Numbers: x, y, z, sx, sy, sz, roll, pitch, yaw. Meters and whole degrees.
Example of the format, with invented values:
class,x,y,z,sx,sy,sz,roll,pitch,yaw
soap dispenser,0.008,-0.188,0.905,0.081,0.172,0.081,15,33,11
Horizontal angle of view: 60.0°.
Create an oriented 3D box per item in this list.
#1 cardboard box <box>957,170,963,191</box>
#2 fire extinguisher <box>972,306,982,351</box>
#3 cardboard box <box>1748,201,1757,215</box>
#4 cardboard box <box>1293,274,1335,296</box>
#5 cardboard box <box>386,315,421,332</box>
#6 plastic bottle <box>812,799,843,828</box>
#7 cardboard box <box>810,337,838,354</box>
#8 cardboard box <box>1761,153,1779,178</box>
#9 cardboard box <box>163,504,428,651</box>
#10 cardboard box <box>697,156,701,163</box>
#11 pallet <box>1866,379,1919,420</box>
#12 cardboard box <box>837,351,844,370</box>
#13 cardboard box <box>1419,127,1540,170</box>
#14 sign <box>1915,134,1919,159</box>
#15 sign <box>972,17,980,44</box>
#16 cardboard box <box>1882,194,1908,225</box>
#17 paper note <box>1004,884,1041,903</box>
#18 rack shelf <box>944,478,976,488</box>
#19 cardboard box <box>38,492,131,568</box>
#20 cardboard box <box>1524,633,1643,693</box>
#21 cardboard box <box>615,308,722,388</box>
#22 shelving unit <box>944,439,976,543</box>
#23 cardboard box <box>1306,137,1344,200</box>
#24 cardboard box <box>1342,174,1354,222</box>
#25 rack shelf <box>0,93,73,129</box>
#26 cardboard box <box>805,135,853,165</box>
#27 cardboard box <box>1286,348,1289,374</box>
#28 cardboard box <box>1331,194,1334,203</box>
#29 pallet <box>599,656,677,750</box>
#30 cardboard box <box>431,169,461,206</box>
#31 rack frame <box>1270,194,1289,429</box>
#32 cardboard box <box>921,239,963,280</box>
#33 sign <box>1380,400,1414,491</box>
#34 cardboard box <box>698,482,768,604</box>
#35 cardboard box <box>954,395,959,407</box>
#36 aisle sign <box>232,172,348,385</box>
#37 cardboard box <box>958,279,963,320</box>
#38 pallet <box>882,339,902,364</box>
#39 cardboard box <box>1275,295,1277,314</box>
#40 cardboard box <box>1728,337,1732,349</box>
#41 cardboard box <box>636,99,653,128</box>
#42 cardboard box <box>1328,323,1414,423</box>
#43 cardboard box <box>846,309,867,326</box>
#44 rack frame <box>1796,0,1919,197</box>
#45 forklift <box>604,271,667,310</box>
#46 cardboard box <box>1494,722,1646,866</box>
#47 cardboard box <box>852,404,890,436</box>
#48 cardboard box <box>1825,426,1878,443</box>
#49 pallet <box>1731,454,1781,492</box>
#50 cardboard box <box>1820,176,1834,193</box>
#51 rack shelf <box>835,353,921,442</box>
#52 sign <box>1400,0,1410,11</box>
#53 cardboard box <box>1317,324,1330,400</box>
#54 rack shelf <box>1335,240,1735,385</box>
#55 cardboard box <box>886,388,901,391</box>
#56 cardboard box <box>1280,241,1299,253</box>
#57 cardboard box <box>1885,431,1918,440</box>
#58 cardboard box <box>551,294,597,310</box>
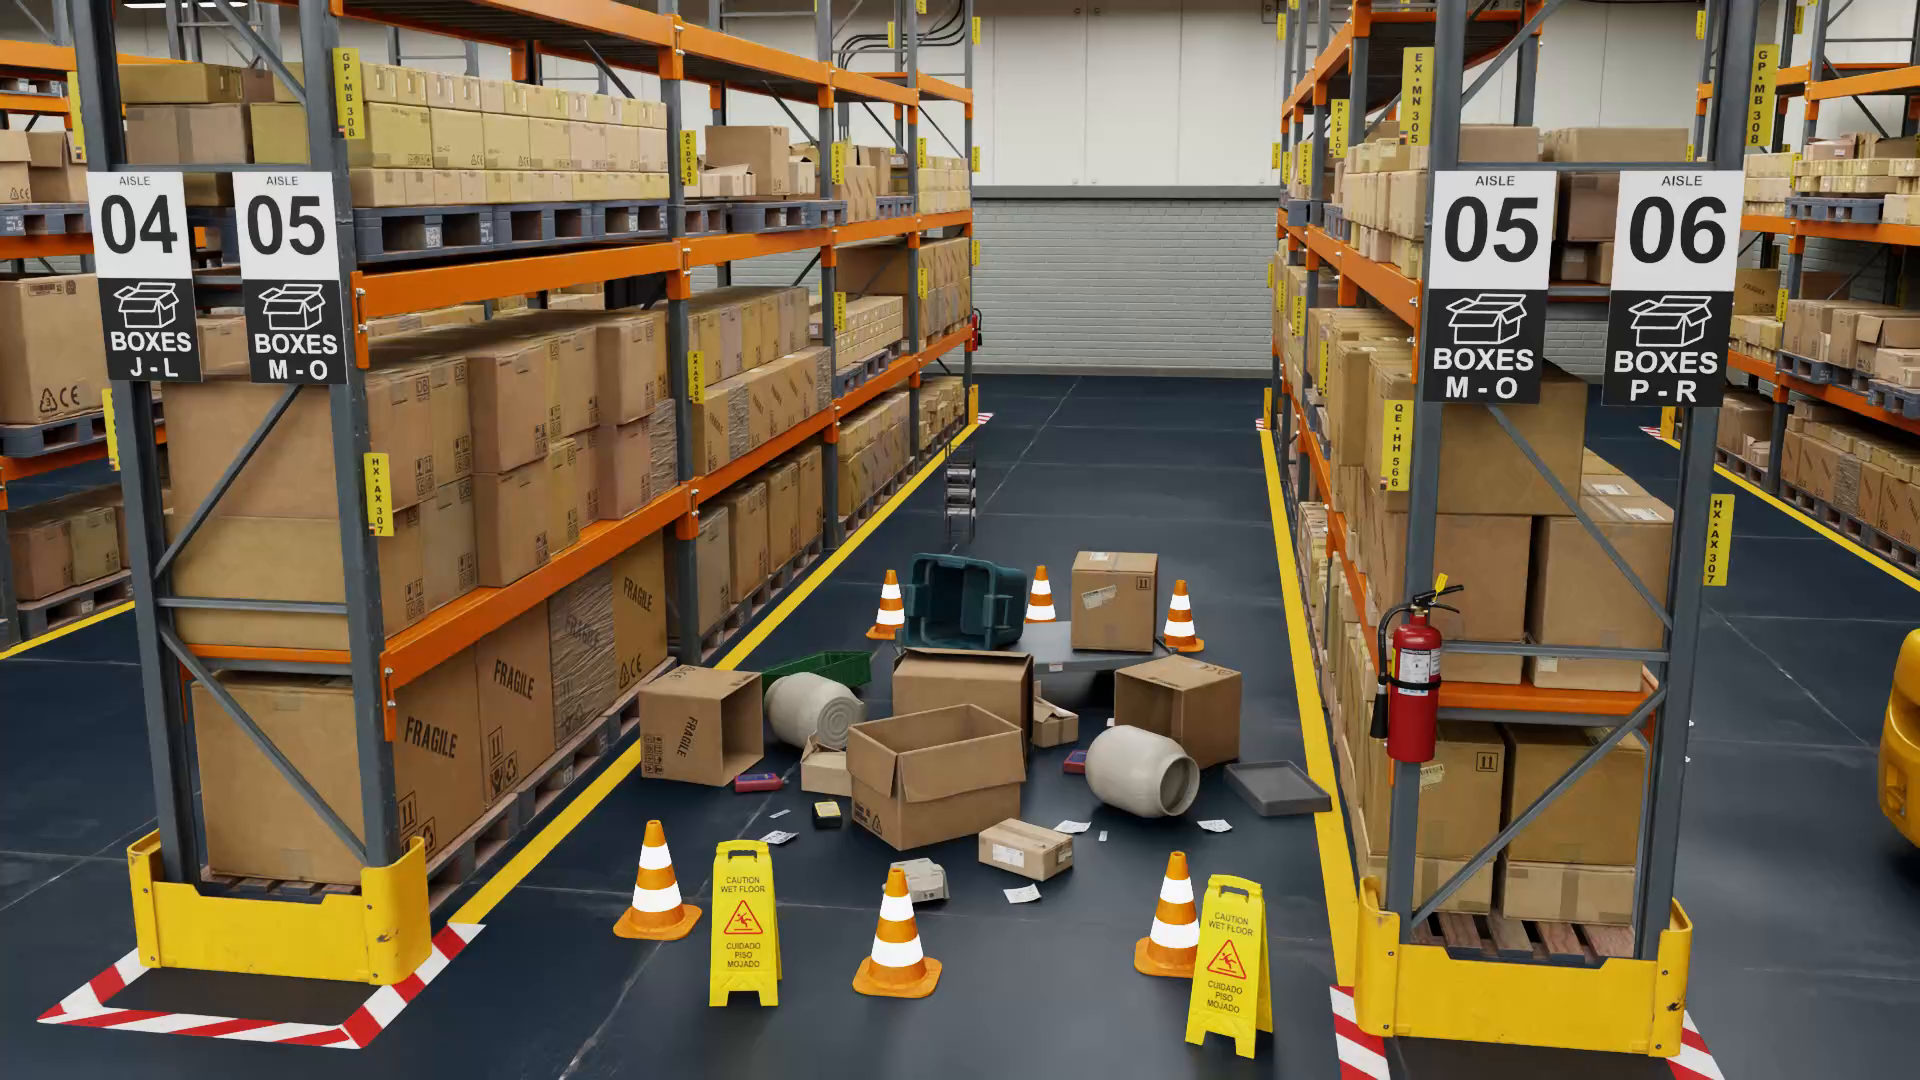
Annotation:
class,x,y,z,sx,sy,sz,roll,pitch,yaw
cardboard box,-0.237,-4.491,20.762,0.500,0.250,0.500,2,12,7
fire extinguisher,0.154,-2.882,22.313,0.296,0.674,0.183,2,12,9
cardboard box,8.855,-3.625,18.170,0.380,0.149,0.250,2,12,9
cardboard box,3.396,-2.229,15.604,0.500,0.500,0.500,2,12,8
cardboard box,-5.881,-2.040,17.102,0.500,0.500,0.500,2,12,9
plastic bottle,-0.680,1.381,8.438,0.133,0.061,0.283,-2,12,-11
cardboard box,-1.298,-1.721,14.752,0.380,0.149,0.250,2,12,11
cardboard box,8.765,-3.934,17.470,0.500,0.250,0.500,2,12,8
cardboard box,-2.789,0.114,6.986,0.875,0.550,0.550,2,12,9
cardboard box,-2.134,-2.615,11.865,0.500,0.311,0.500,1,12,7
pallet,8.276,-1.149,13.661,1.213,0.211,1.003,2,12,9
cardboard box,-1.261,-1.624,15.007,0.380,0.149,0.250,2,12,11
cardboard box,1.866,-1.407,5.988,0.380,0.149,0.250,2,12,9
sign,9.405,-3.826,16.347,0.100,0.325,0.005,2,12,9
sign,0.205,-6.509,21.241,0.100,0.325,0.005,2,12,9
cardboard box,8.233,-2.816,14.176,0.500,0.250,0.500,2,12,9
paper note,0.284,1.596,7.515,0.148,0.019,0.142,-2,12,-11
rack shelf,0.001,-0.497,14.894,0.258,0.077,0.200,2,12,9
cardboard box,-6.778,-0.083,13.149,0.700,0.500,0.500,1,12,4
cardboard box,2.362,0.465,6.314,0.380,0.149,0.250,2,12,9
cardboard box,-2.038,-1.315,11.362,0.700,0.500,0.500,2,12,8
shelving unit,0.001,-0.442,14.906,0.258,0.900,0.210,2,12,9
cardboard box,3.245,-3.065,13.733,0.797,0.503,0.637,1,12,5
cardboard box,2.382,-1.883,9.139,0.500,0.250,0.500,2,12,7
rack shelf,-11.043,-4.543,17.370,1.077,0.370,4.000,2,12,9
cardboard box,-1.157,-3.471,14.804,0.396,0.266,0.258,2,12,9
cardboard box,3.450,-1.722,16.219,0.500,0.250,0.500,2,12,8
cardboard box,3.080,-2.547,12.891,0.396,0.266,0.258,2,12,9
pallet,-2.380,0.953,10.072,1.003,0.211,1.213,2,12,9
cardboard box,-2.354,-1.497,7.064,0.380,0.149,0.250,2,12,9
rack frame,4.566,-2.925,21.445,1.000,3.000,0.127,2,12,9
cardboard box,-0.243,-3.538,20.976,0.500,0.500,0.500,1,12,7
sign,1.560,-0.337,5.938,0.100,0.325,0.005,2,12,9
cardboard box,-2.027,-0.005,12.238,1.050,0.750,0.750,2,12,9
cardboard box,-0.218,-1.794,21.262,0.380,0.149,0.250,1,12,6
aisle sign,-2.516,-0.980,6.249,0.394,0.787,0.004,2,12,9
cardboard box,-0.240,-3.050,21.080,0.500,0.500,0.500,2,12,8
pallet,-1.217,-1.983,17.532,1.003,0.211,1.213,2,12,9
cardboard box,4.158,-2.777,20.521,0.500,0.500,0.500,2,12,8
cardboard box,8.882,-2.260,18.958,0.380,0.149,0.250,2,12,10
cardboard box,-1.966,-2.415,9.427,0.380,0.149,0.250,2,12,8
cardboard box,2.235,-0.816,8.343,0.700,0.500,0.500,2,12,7
cardboard box,-1.108,-2.136,15.971,0.380,0.149,0.250,2,12,10
rack frame,8.856,-4.865,16.207,1.000,3.000,0.127,2,12,9
forklift,-3.563,-1.725,16.039,3.031,2.935,1.130,-4,13,-16
cardboard box,2.506,1.014,6.917,0.500,0.500,0.500,1,12,7
cardboard box,-0.980,-1.201,16.603,0.500,0.250,0.500,1,12,6
cardboard box,8.515,-0.995,15.887,0.380,0.149,0.250,2,12,8
pallet,8.963,-0.712,17.796,1.003,0.211,1.213,2,12,9
cardboard box,8.278,-3.322,15.530,0.380,0.149,0.250,2,12,9
rack shelf,-1.263,-1.464,16.372,1.077,0.370,4.000,2,12,9
sign,4.489,-5.505,16.773,0.100,0.325,0.005,2,12,9
cardboard box,2.805,-1.250,11.731,0.500,0.500,0.500,1,12,7
rack shelf,2.413,-1.125,7.682,1.077,0.370,4.000,2,12,9
cardboard box,-0.940,-1.794,20.556,0.380,0.149,0.250,2,12,10
cardboard box,4.092,-3.552,20.205,0.380,0.149,0.250,1,12,7
cardboard box,8.912,-0.931,15.590,0.380,0.149,0.250,2,12,10
cardboard box,-5.117,-3.103,21.922,0.500,0.250,0.500,2,12,8
